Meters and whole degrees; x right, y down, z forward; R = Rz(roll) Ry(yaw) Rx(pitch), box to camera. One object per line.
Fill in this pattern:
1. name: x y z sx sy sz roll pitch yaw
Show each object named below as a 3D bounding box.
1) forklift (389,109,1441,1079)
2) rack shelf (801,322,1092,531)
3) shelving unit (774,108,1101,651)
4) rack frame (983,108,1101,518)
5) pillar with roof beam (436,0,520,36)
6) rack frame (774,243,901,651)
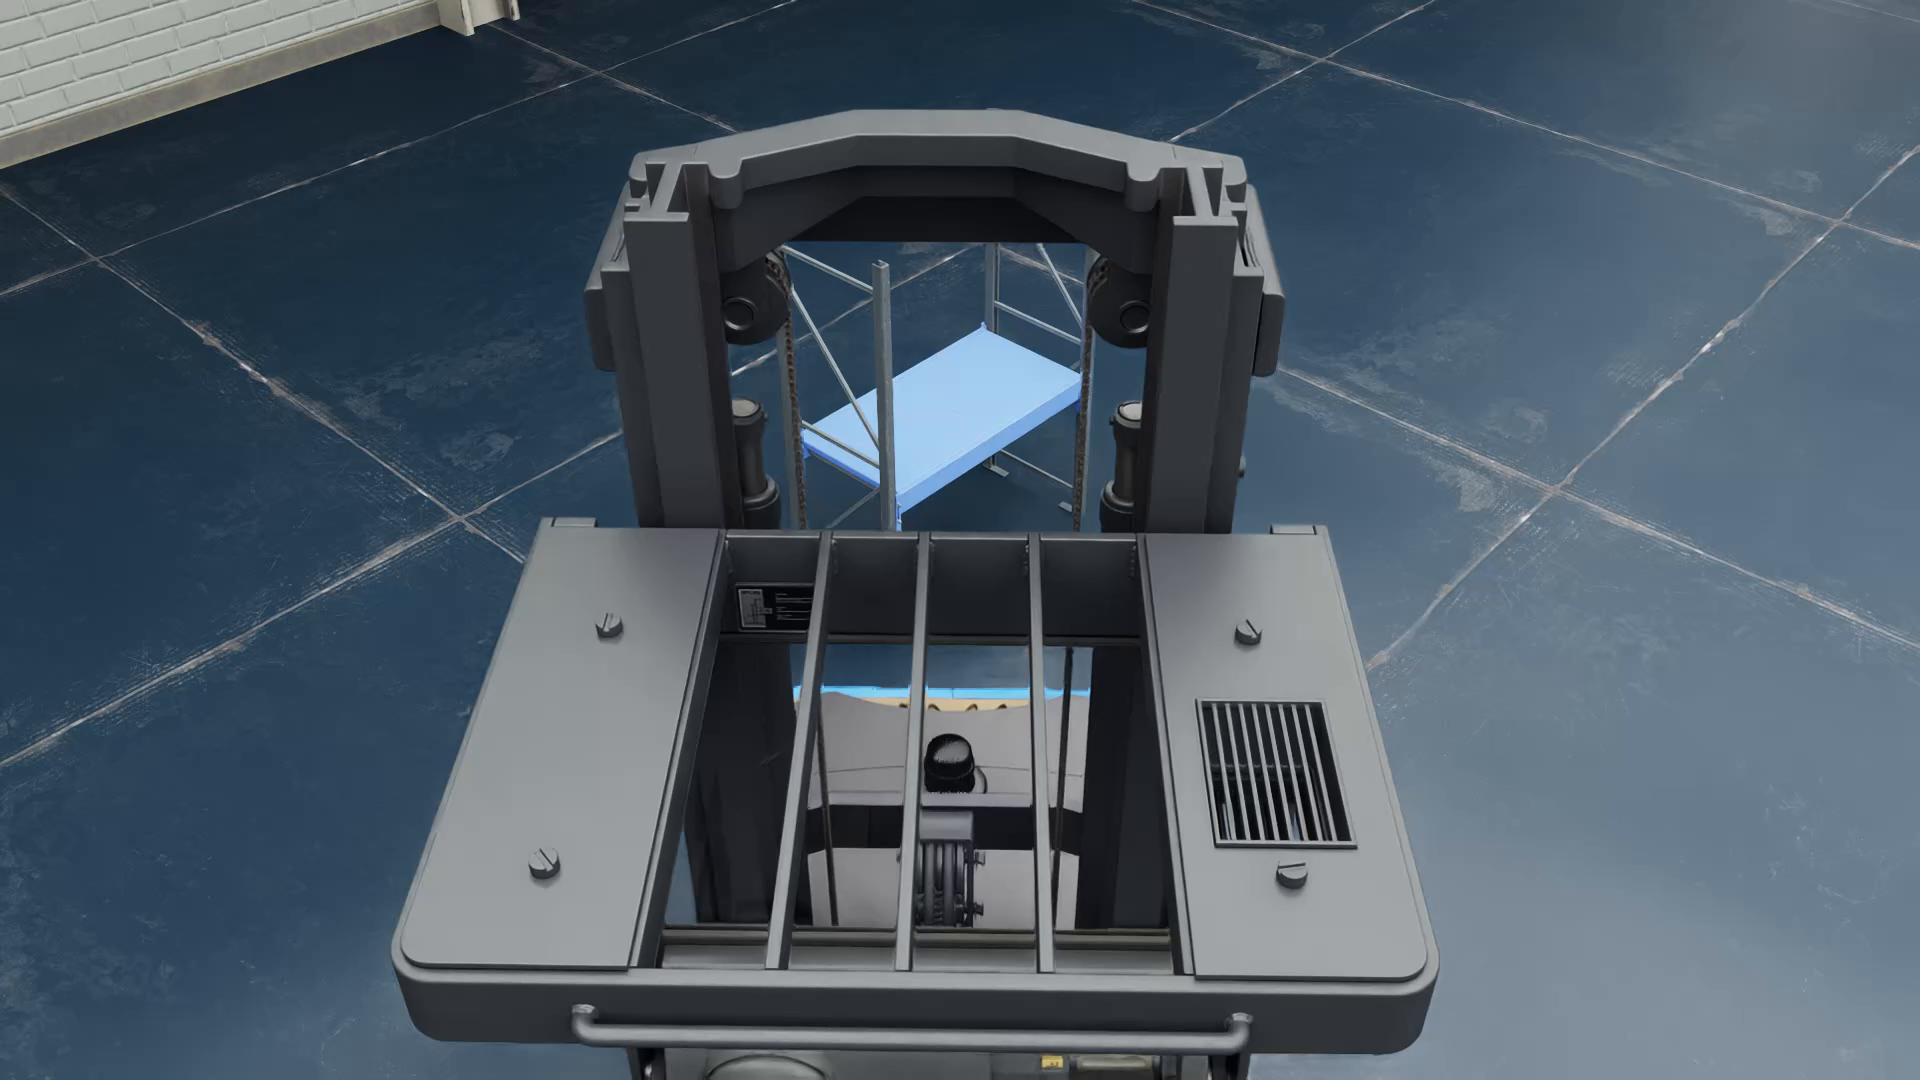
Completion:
1. forklift: -0.042 0.967 2.679 1.130 2.935 3.031 1 38 1
2. rack shelf: -0.058 -0.407 5.846 0.538 0.185 1.000 30 47 32
3. shelving unit: -0.058 -0.548 5.734 0.538 1.500 1.048 30 47 32
4. rack frame: 0.285 -0.781 6.028 0.500 1.500 0.032 30 47 32
5. pillar with roof beam: 0.204 -4.931 5.221 9.100 9.000 0.400 30 47 32
6. rack frame: -0.400 -0.314 5.440 0.500 1.500 0.032 30 47 32
